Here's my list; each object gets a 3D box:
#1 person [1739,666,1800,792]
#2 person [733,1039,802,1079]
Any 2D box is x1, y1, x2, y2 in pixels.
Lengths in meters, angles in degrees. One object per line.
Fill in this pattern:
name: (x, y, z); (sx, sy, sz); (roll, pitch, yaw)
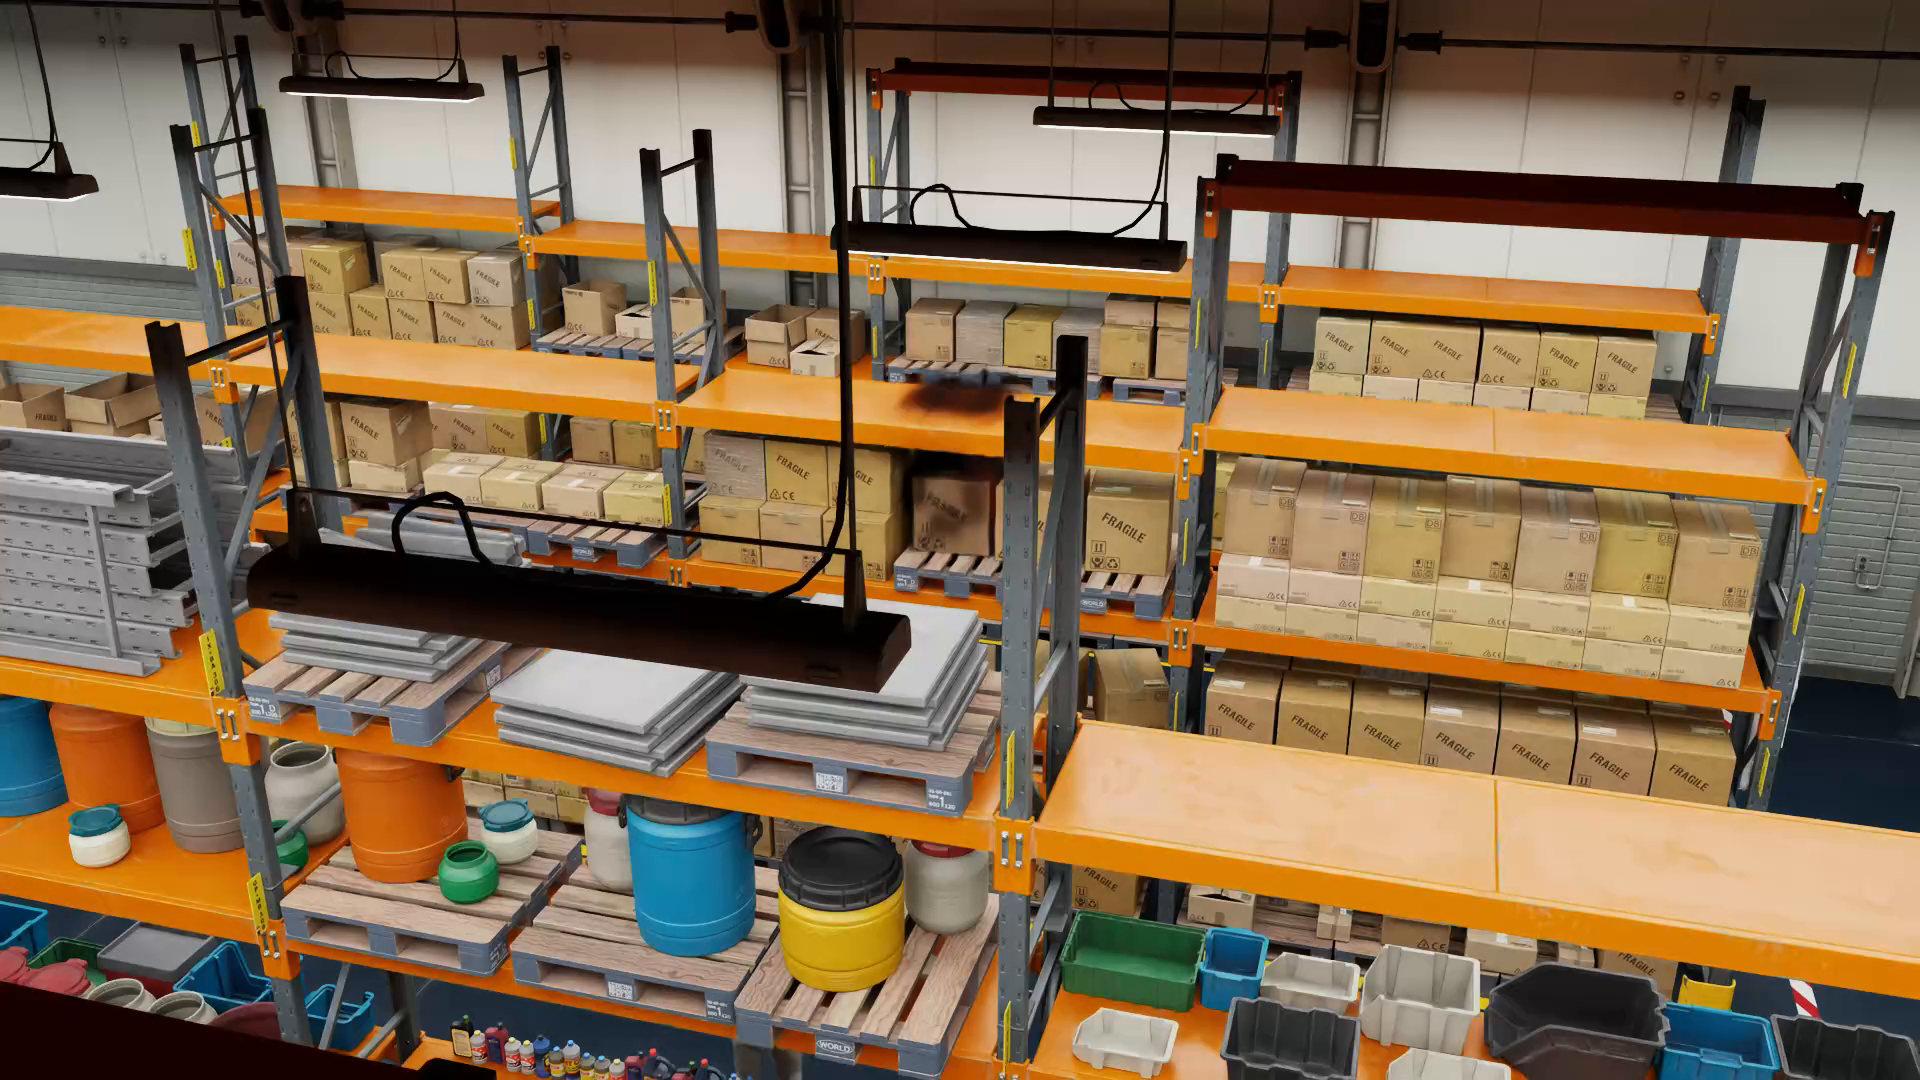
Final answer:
person: (7.337, 1.371, 15.307); (0.622, 1.644, 0.974); (16, 27, 33)
person: (-1.266, 3.107, 10.701); (0.560, 1.820, 0.447); (-6, 23, -13)
